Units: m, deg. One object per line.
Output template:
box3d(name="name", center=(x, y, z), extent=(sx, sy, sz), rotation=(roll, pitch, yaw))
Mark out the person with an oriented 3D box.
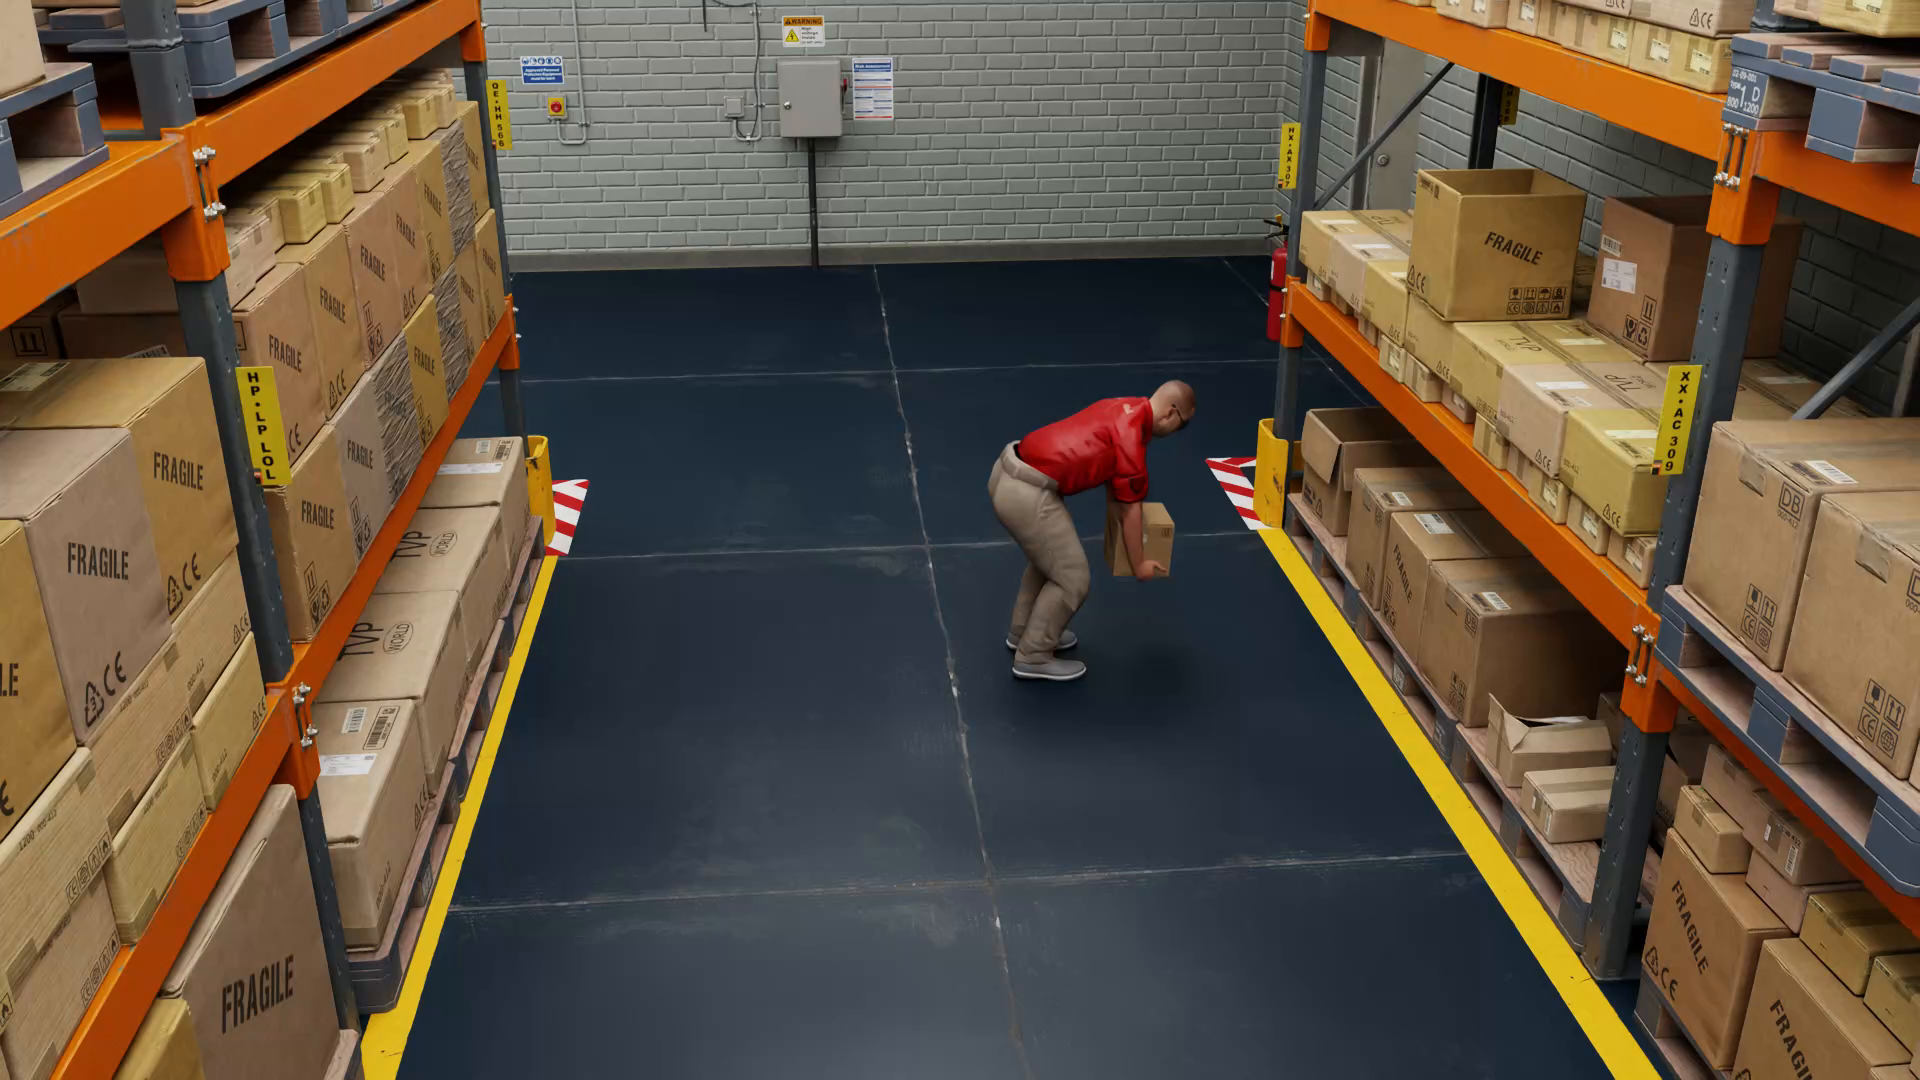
box3d(name="person", center=(0.574, -0.057, 7.291), extent=(0.898, 1.302, 0.495), rotation=(-3, 24, -7))
